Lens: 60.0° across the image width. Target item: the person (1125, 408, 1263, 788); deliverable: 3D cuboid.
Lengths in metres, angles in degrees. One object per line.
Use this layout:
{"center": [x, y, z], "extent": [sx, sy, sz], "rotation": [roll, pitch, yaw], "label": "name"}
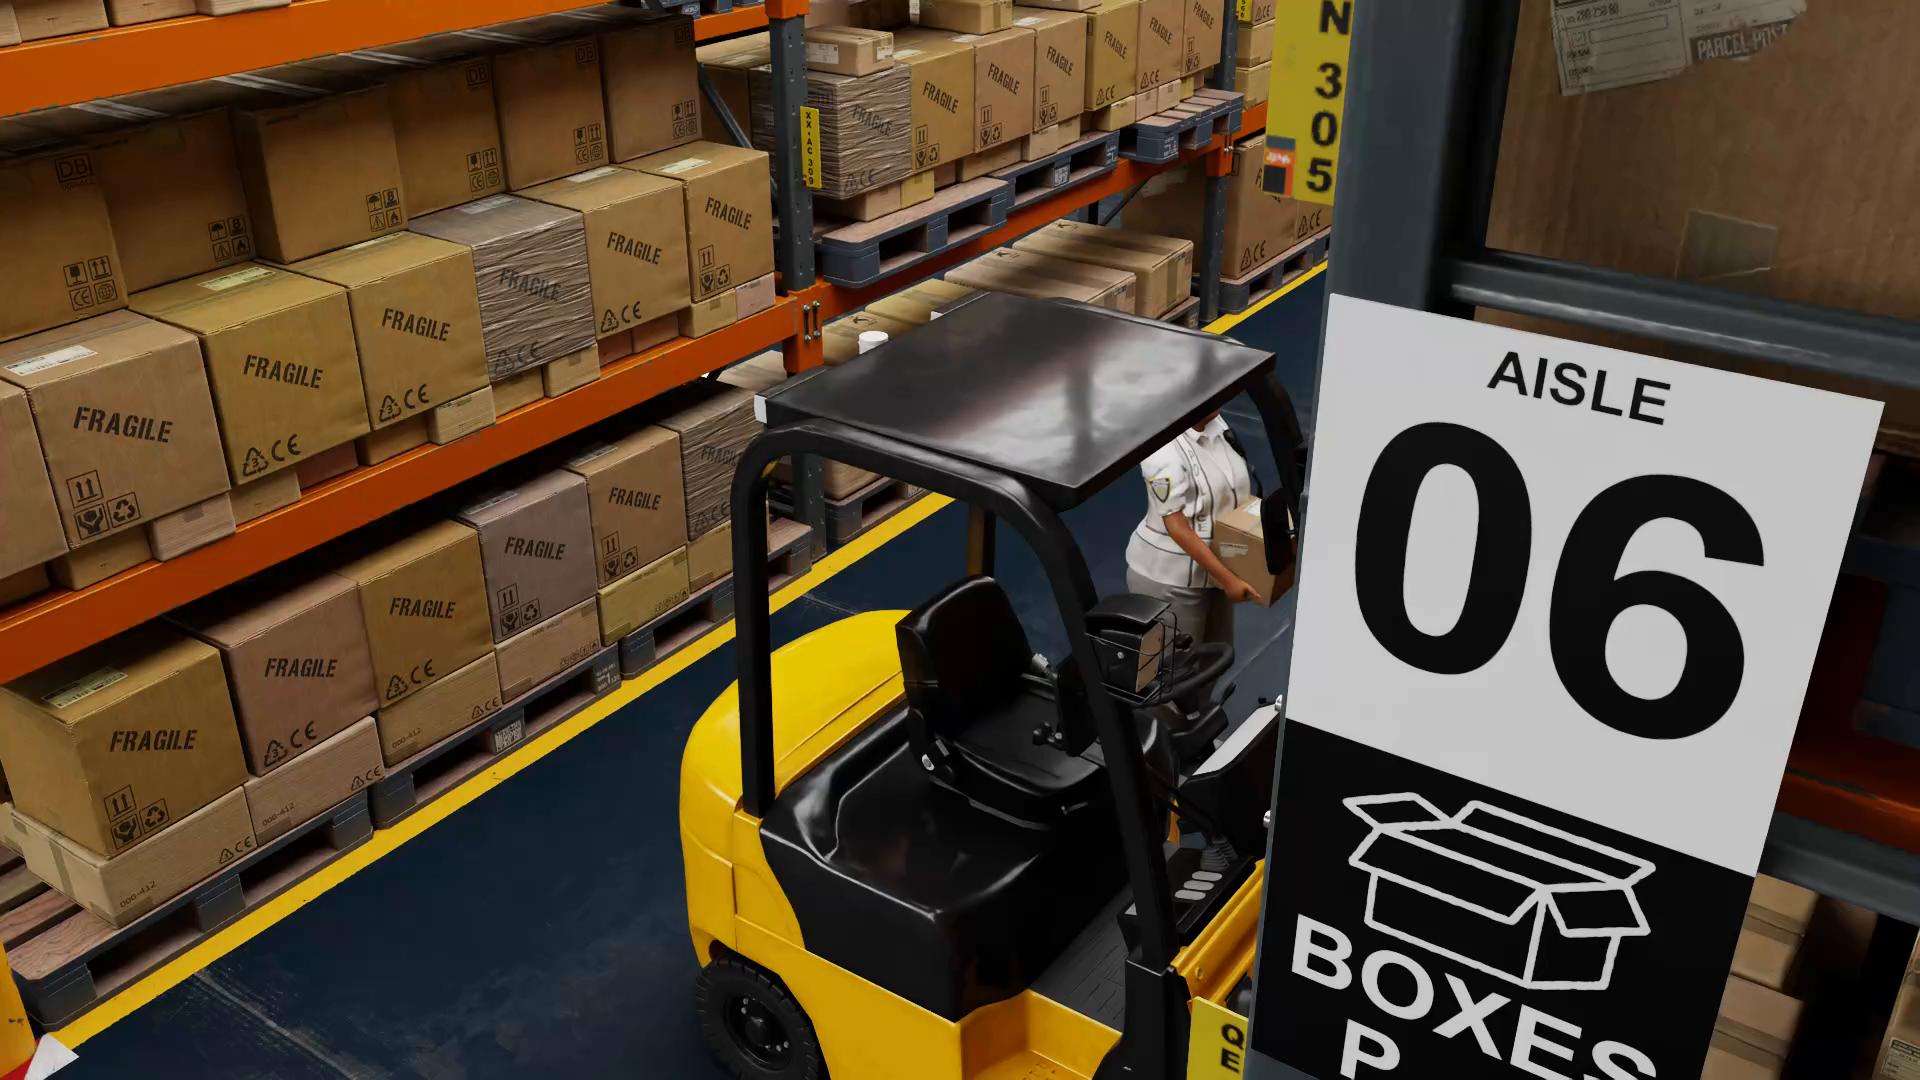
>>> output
{"center": [0.877, 0.143, 5.868], "extent": [0.523, 1.634, 0.453], "rotation": [18, 32, 31], "label": "person"}
